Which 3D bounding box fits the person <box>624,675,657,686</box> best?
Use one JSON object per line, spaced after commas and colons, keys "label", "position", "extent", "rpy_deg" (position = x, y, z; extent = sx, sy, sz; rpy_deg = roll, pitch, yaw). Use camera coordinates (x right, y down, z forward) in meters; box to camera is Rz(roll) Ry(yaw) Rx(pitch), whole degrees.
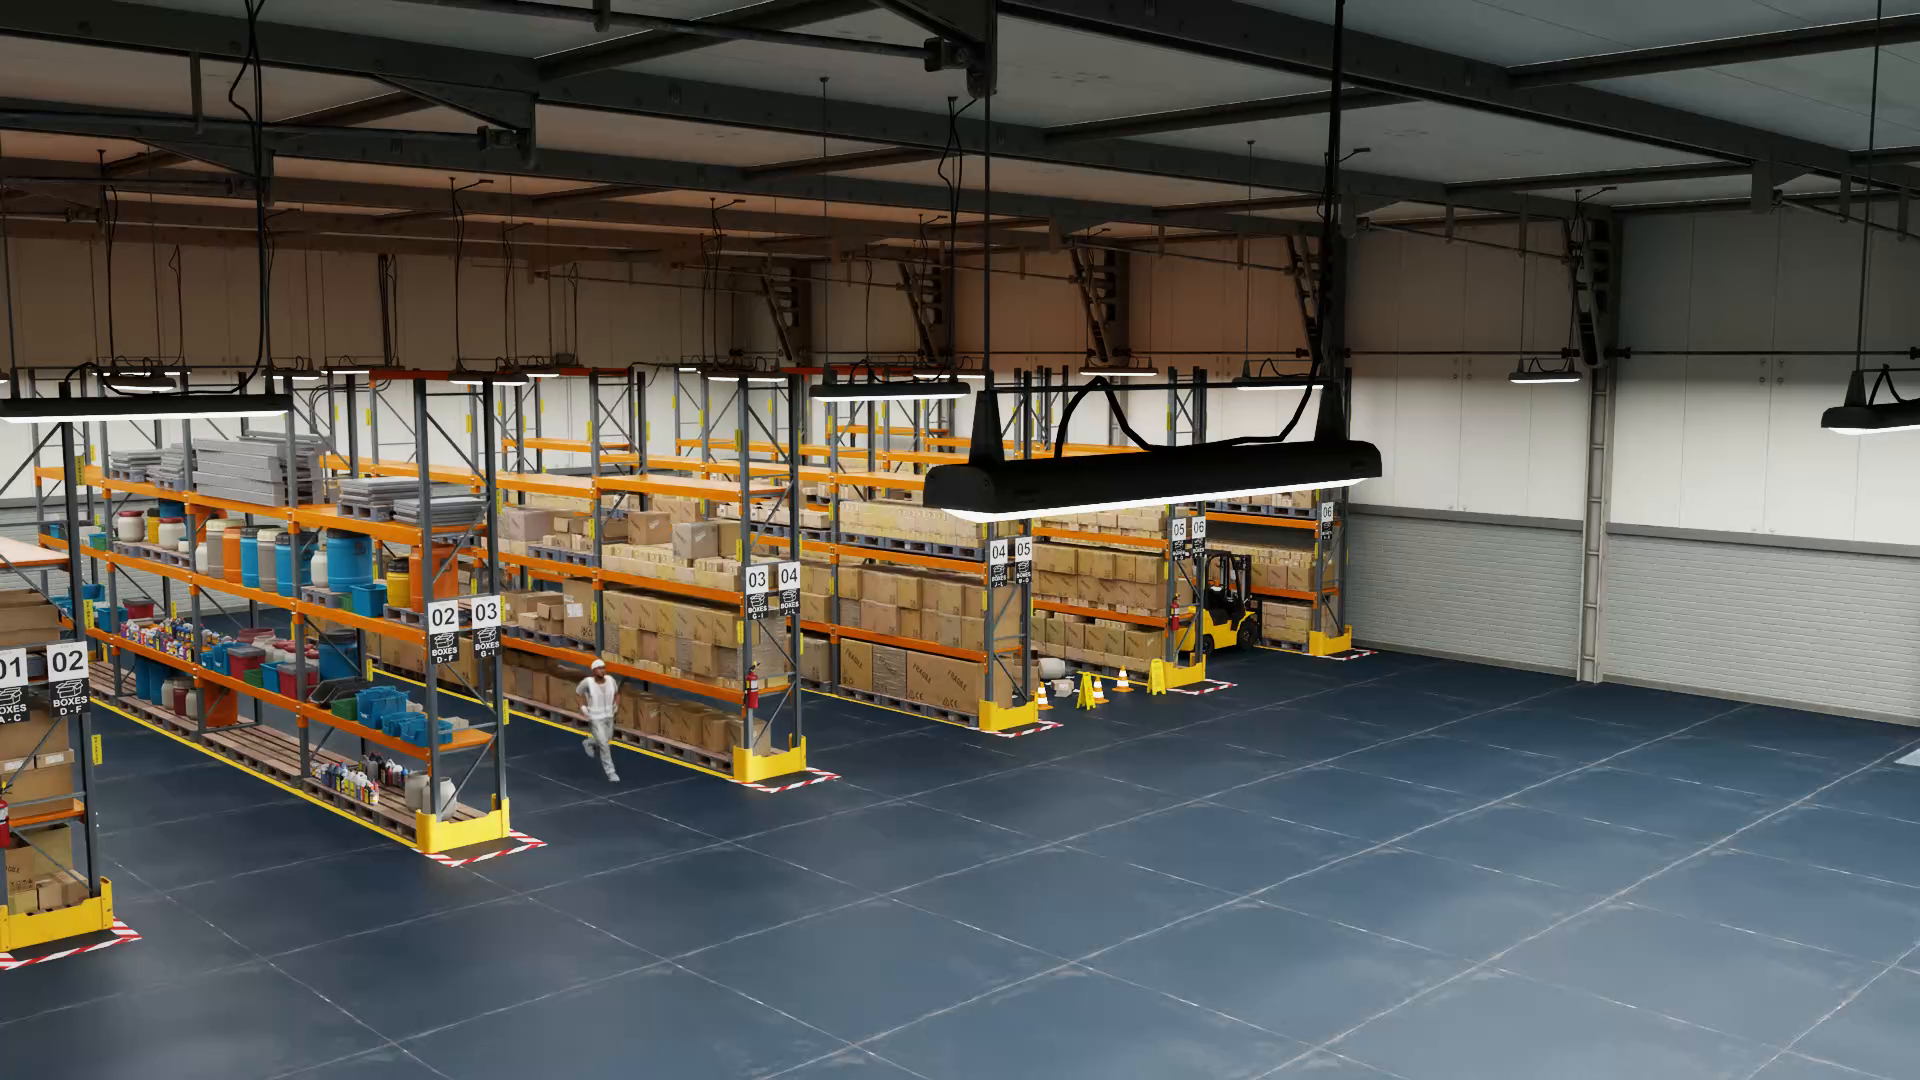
{"label": "person", "position": [-6.134, 1.845, 31.821], "extent": [0.886, 1.804, 0.681], "rpy_deg": [6, 9, 42]}

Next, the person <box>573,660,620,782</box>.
{"label": "person", "position": [-5.389, 2.662, 24.928], "extent": [1.123, 1.773, 0.652], "rpy_deg": [6, 9, 44]}

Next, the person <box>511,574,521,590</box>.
{"label": "person", "position": [-10.844, 0.882, 40.986], "extent": [0.823, 1.692, 0.565], "rpy_deg": [-5, 8, -37]}
